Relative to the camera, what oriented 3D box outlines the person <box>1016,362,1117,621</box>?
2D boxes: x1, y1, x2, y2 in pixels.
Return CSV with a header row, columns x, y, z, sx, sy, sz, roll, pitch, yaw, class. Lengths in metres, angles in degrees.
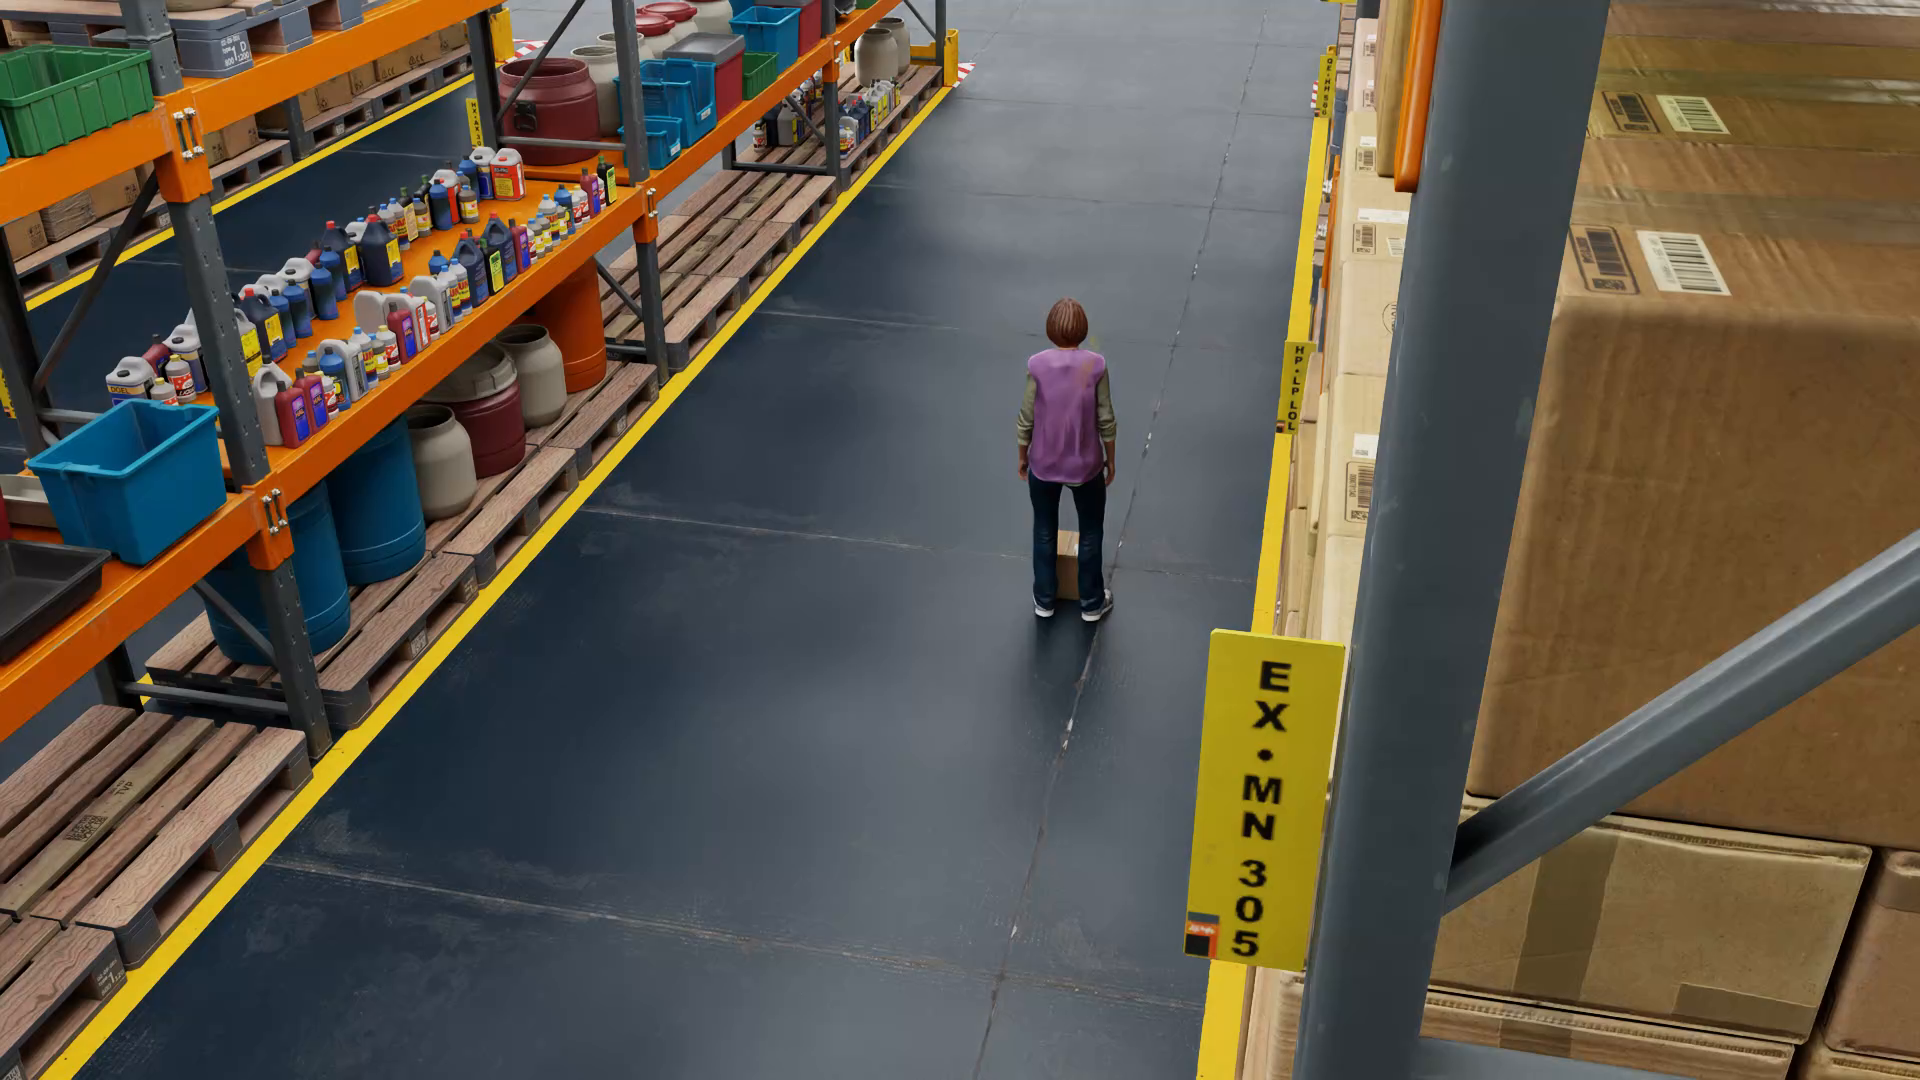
x,y,z,sx,sy,sz,roll,pitch,yaw,class
0.503,-0.246,7.825,0.482,1.352,0.330,4,29,7,person
